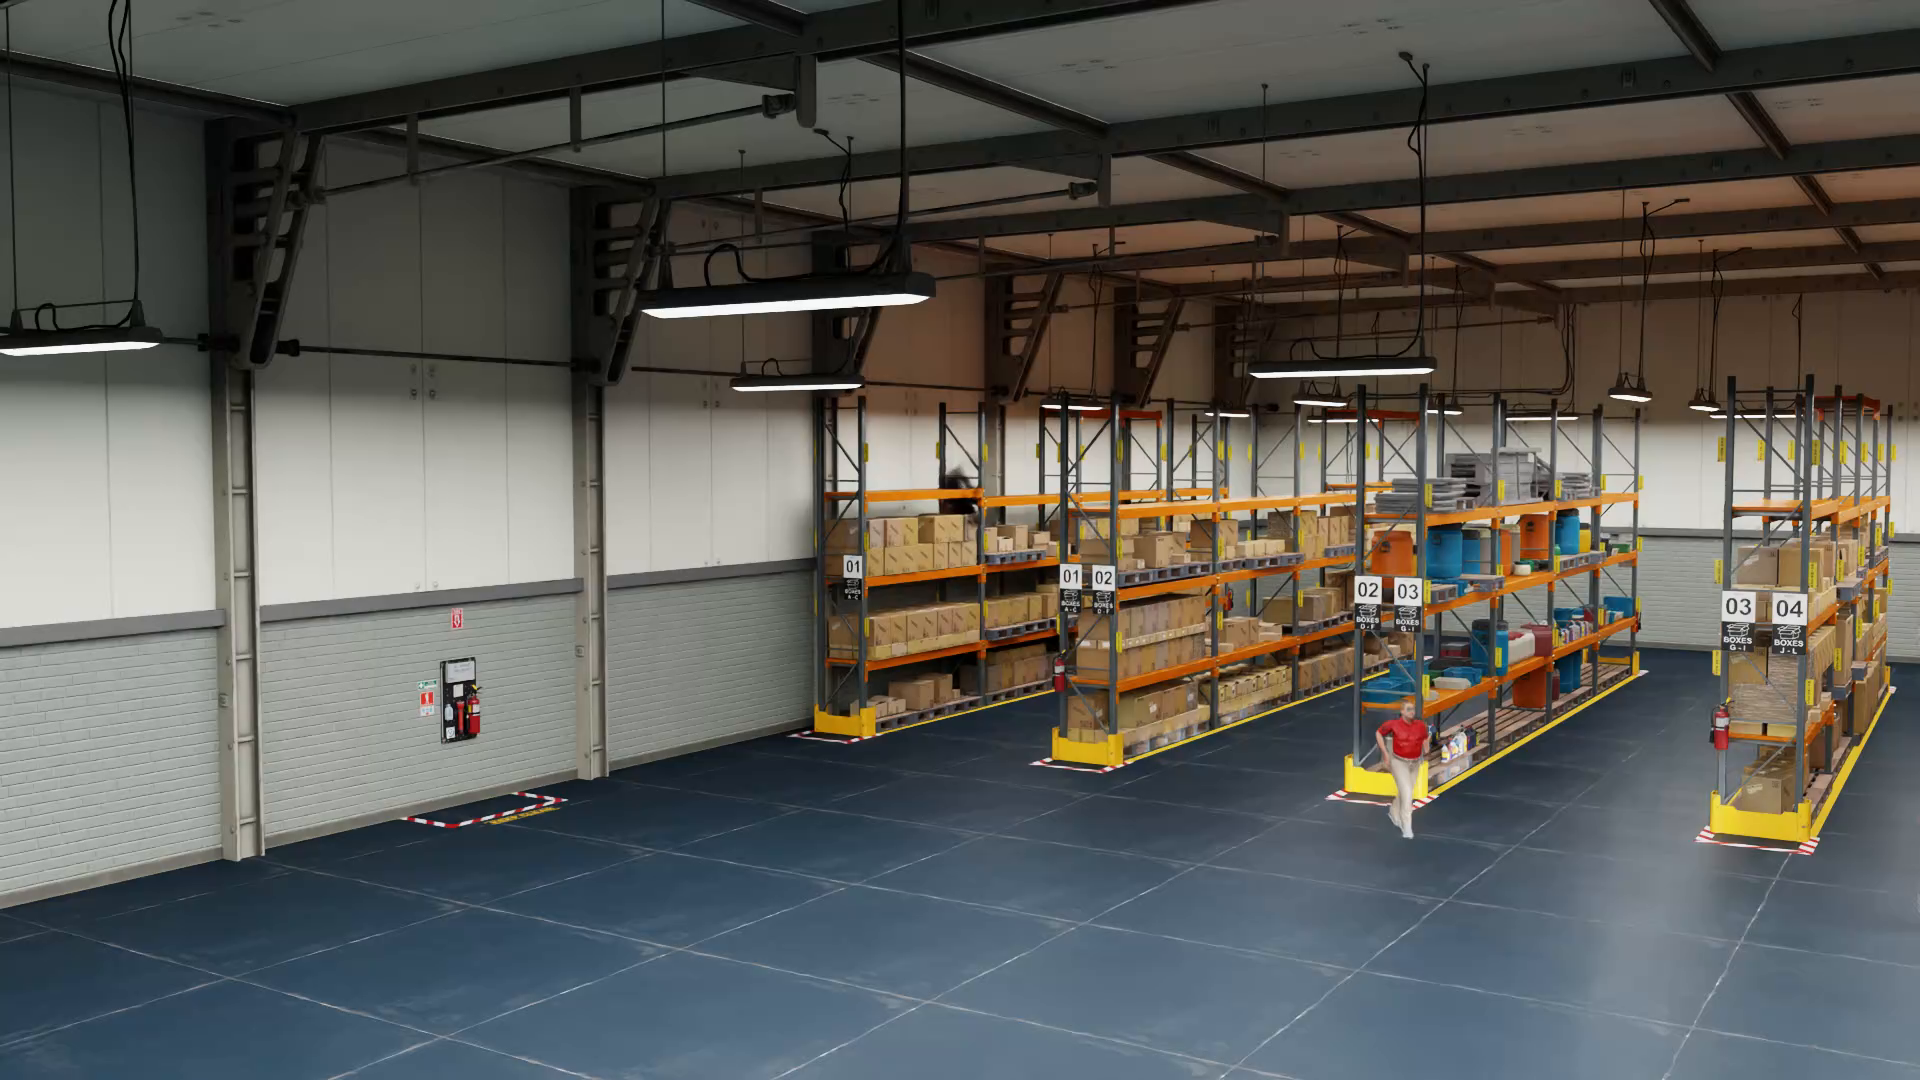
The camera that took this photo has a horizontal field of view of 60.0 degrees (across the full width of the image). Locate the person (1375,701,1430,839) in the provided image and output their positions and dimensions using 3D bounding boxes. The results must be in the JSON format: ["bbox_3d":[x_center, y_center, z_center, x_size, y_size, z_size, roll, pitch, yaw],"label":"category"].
[{"bbox_3d":[5.870,3.004,21.911,0.648,1.786,0.820,-1,3,-19],"label":"person"}]
